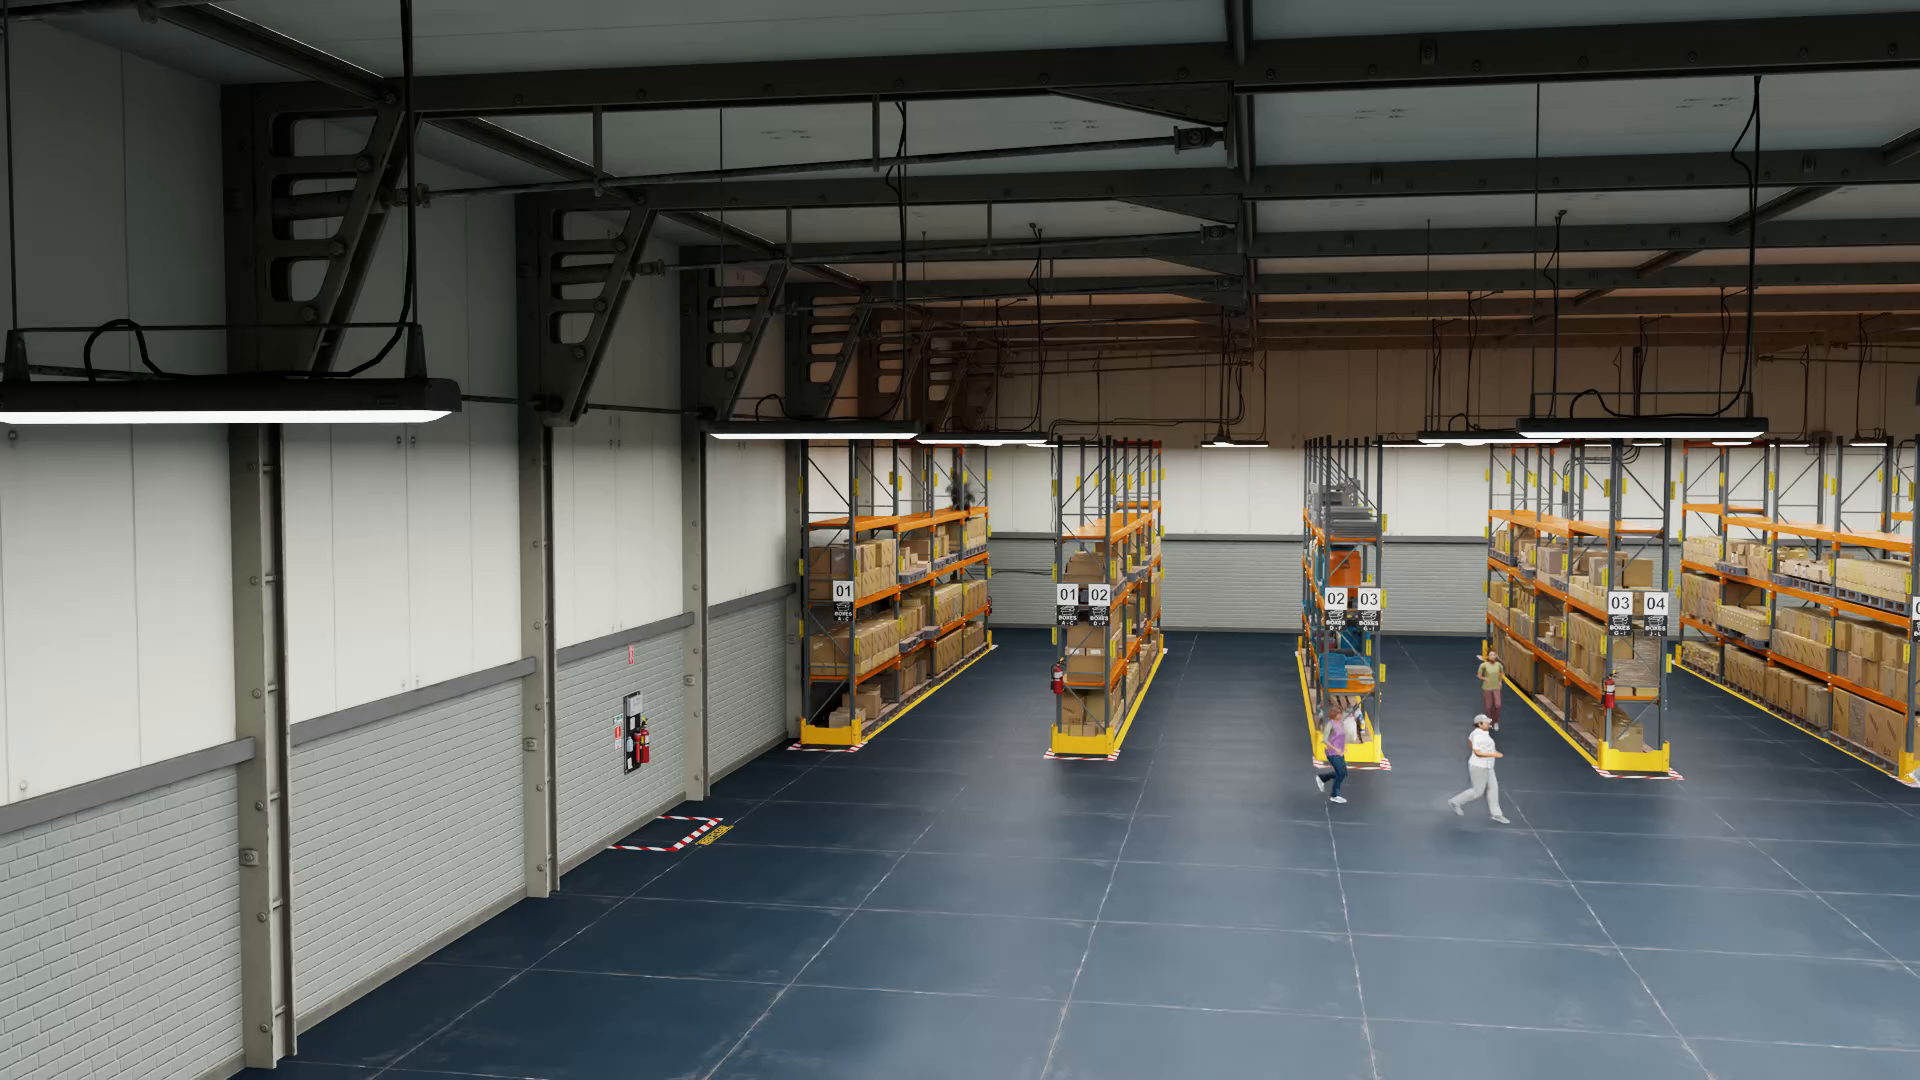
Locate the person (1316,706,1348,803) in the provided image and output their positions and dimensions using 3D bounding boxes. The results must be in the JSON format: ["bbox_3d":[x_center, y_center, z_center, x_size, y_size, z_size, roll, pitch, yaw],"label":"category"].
[{"bbox_3d":[6.040,3.478,27.095,0.575,1.552,0.583,2,4,39],"label":"person"}]

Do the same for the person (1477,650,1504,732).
[{"bbox_3d":[10.827,3.063,33.900,0.569,1.664,0.653,0,3,8],"label":"person"}]

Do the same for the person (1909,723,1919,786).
[{"bbox_3d":[16.200,3.377,27.579,0.591,1.662,0.882,-2,4,-33],"label":"person"}]

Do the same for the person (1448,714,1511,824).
[{"bbox_3d":[7.988,3.501,25.533,0.921,1.667,0.609,2,3,27],"label":"person"}]
